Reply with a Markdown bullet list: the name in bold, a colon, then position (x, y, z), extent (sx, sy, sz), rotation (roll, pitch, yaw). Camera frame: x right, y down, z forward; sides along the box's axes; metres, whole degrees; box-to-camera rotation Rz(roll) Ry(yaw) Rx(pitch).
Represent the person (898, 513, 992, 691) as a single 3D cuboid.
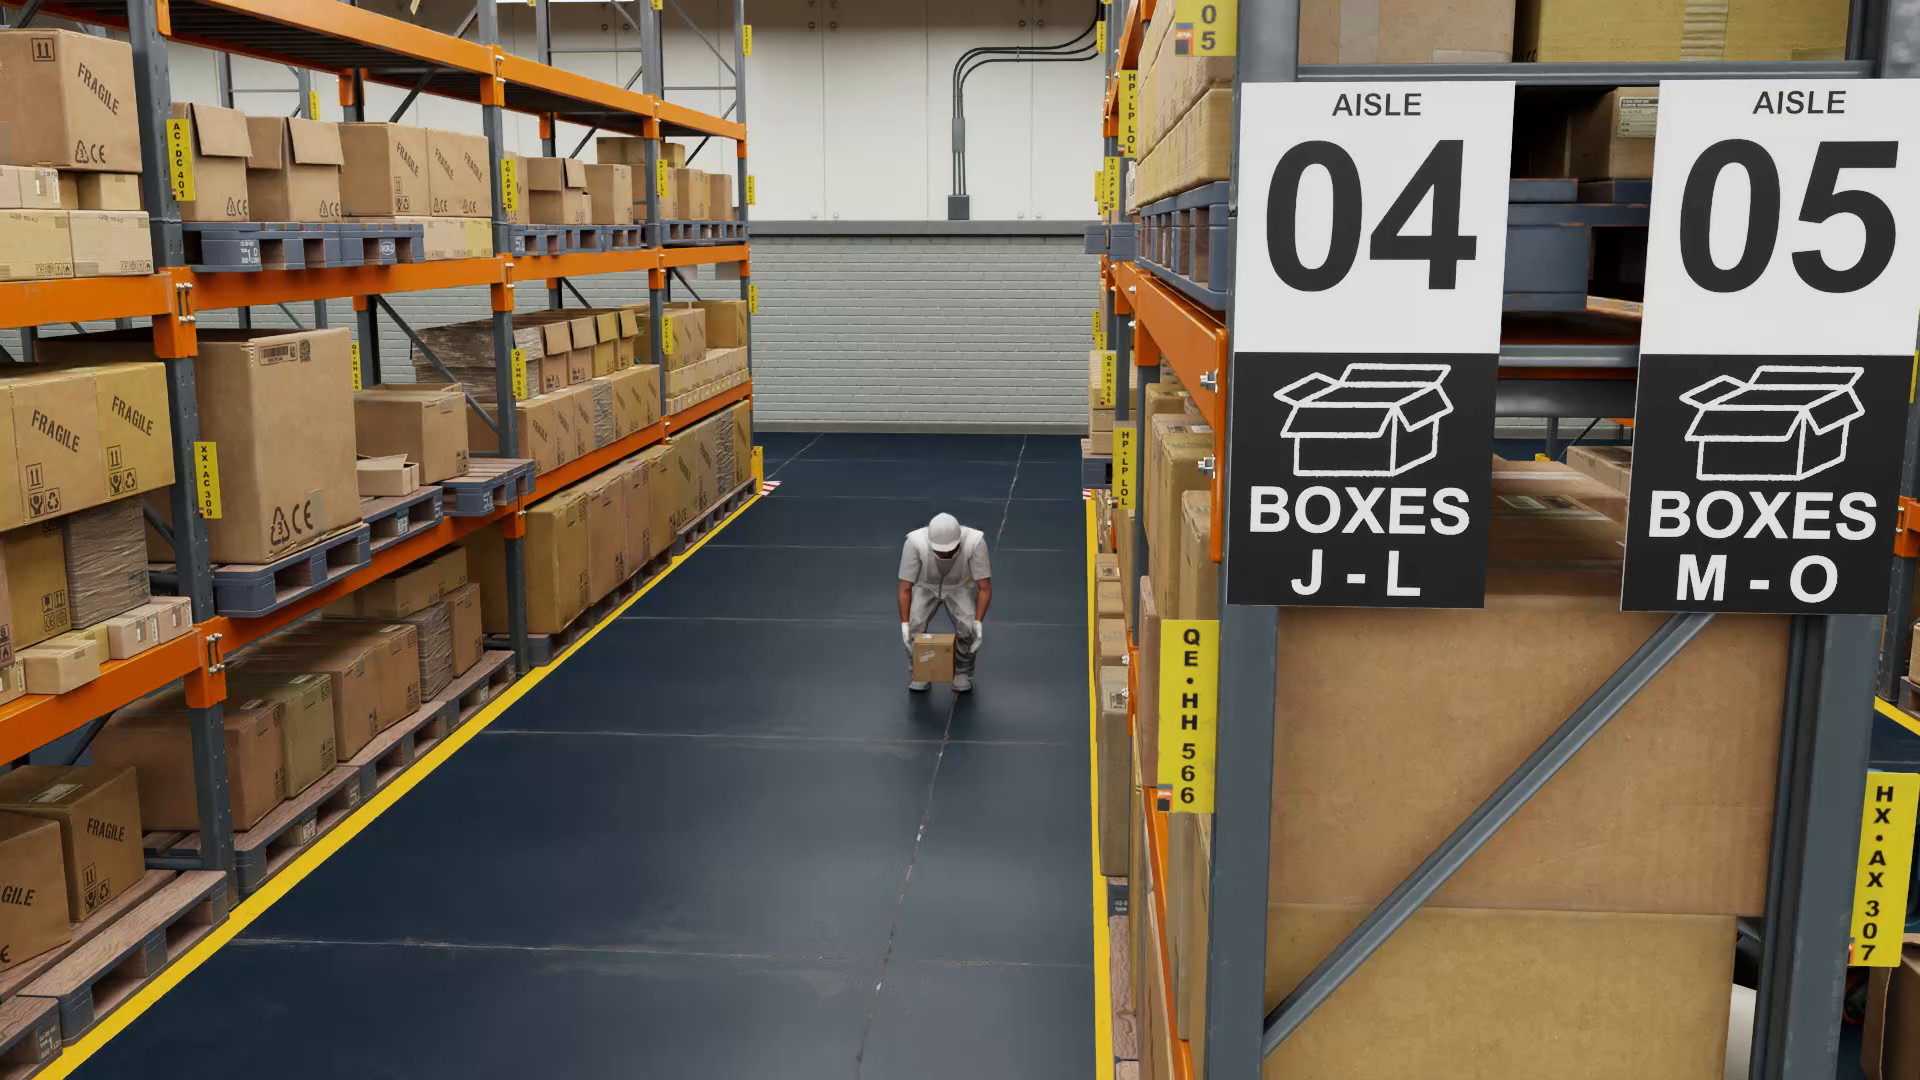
- **person**: position (-0.086, 0.383, 10.816), extent (0.603, 1.236, 0.840), rotation (1, 11, 4)
